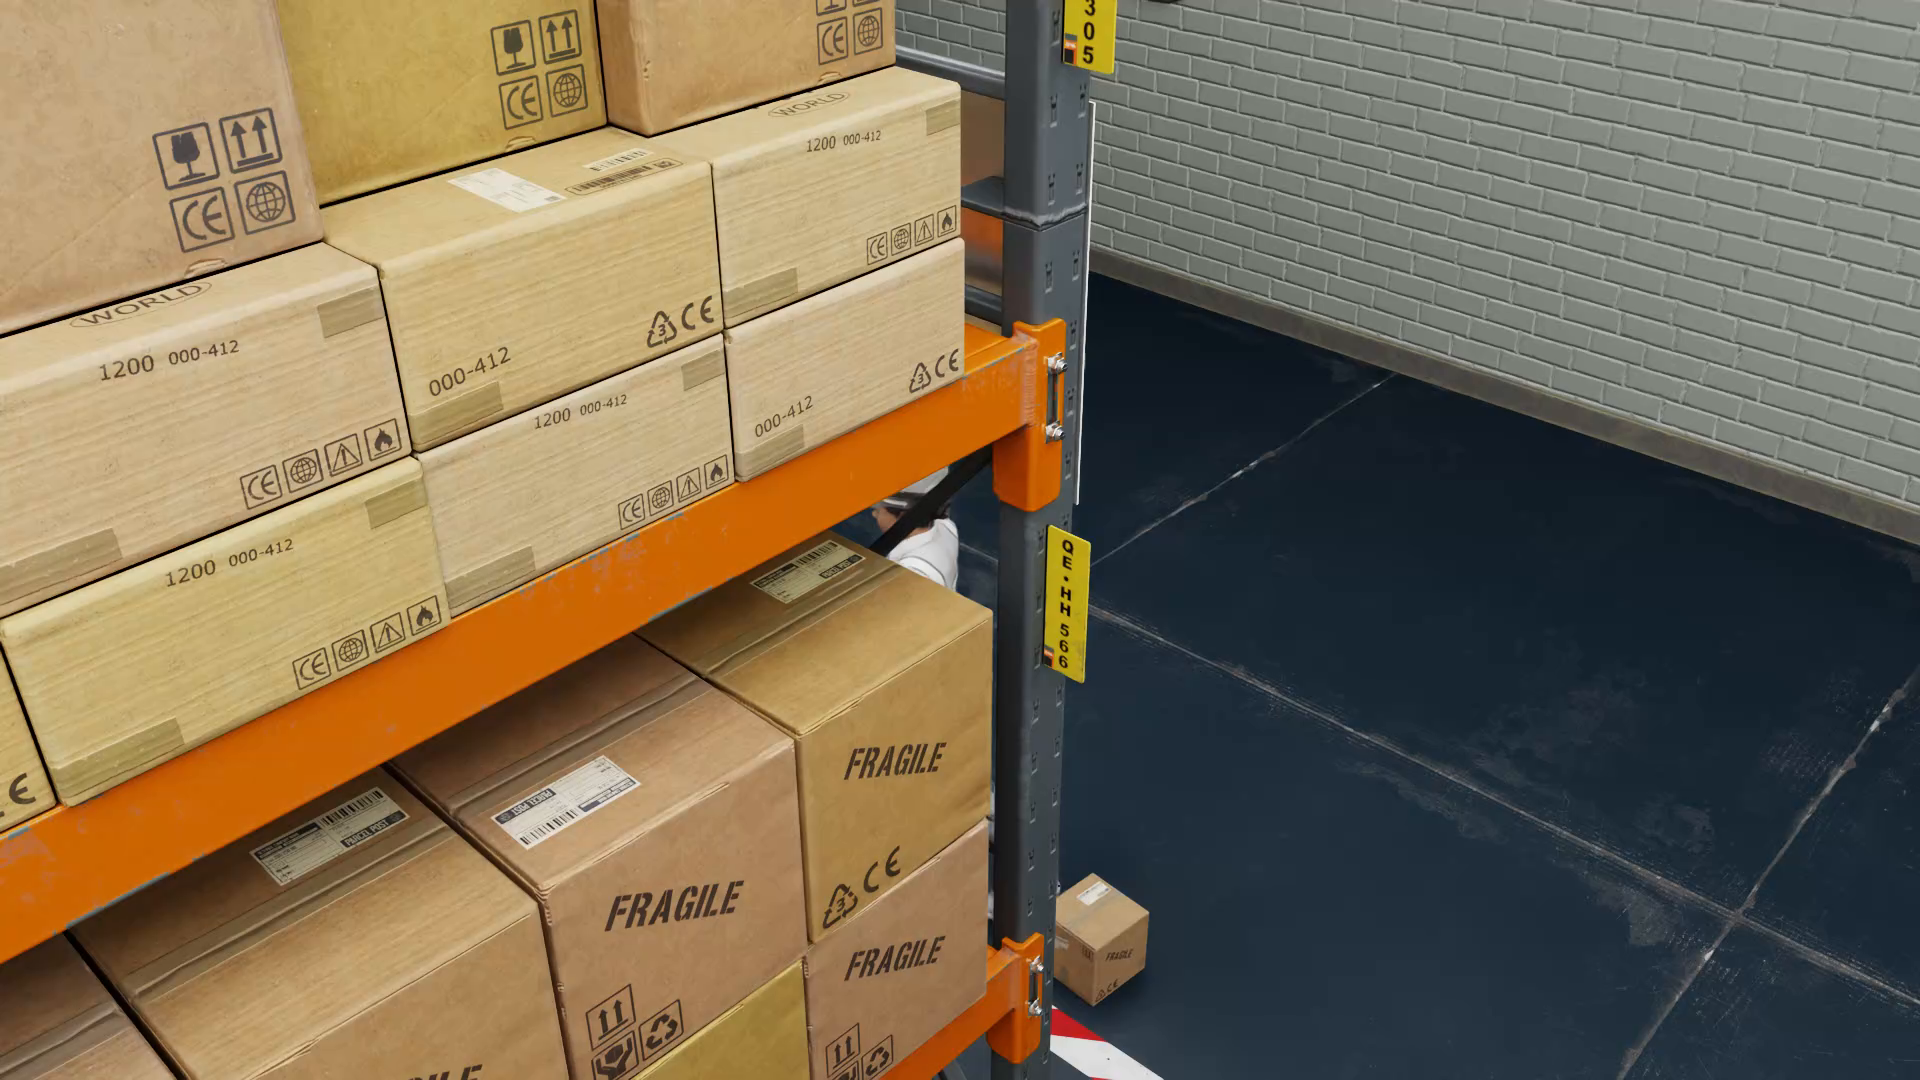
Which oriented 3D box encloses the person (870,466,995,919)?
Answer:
[{"bbox_3d":[-0.043,0.464,5.393,0.759,1.624,0.549,2,32,4],"label":"person"}]
